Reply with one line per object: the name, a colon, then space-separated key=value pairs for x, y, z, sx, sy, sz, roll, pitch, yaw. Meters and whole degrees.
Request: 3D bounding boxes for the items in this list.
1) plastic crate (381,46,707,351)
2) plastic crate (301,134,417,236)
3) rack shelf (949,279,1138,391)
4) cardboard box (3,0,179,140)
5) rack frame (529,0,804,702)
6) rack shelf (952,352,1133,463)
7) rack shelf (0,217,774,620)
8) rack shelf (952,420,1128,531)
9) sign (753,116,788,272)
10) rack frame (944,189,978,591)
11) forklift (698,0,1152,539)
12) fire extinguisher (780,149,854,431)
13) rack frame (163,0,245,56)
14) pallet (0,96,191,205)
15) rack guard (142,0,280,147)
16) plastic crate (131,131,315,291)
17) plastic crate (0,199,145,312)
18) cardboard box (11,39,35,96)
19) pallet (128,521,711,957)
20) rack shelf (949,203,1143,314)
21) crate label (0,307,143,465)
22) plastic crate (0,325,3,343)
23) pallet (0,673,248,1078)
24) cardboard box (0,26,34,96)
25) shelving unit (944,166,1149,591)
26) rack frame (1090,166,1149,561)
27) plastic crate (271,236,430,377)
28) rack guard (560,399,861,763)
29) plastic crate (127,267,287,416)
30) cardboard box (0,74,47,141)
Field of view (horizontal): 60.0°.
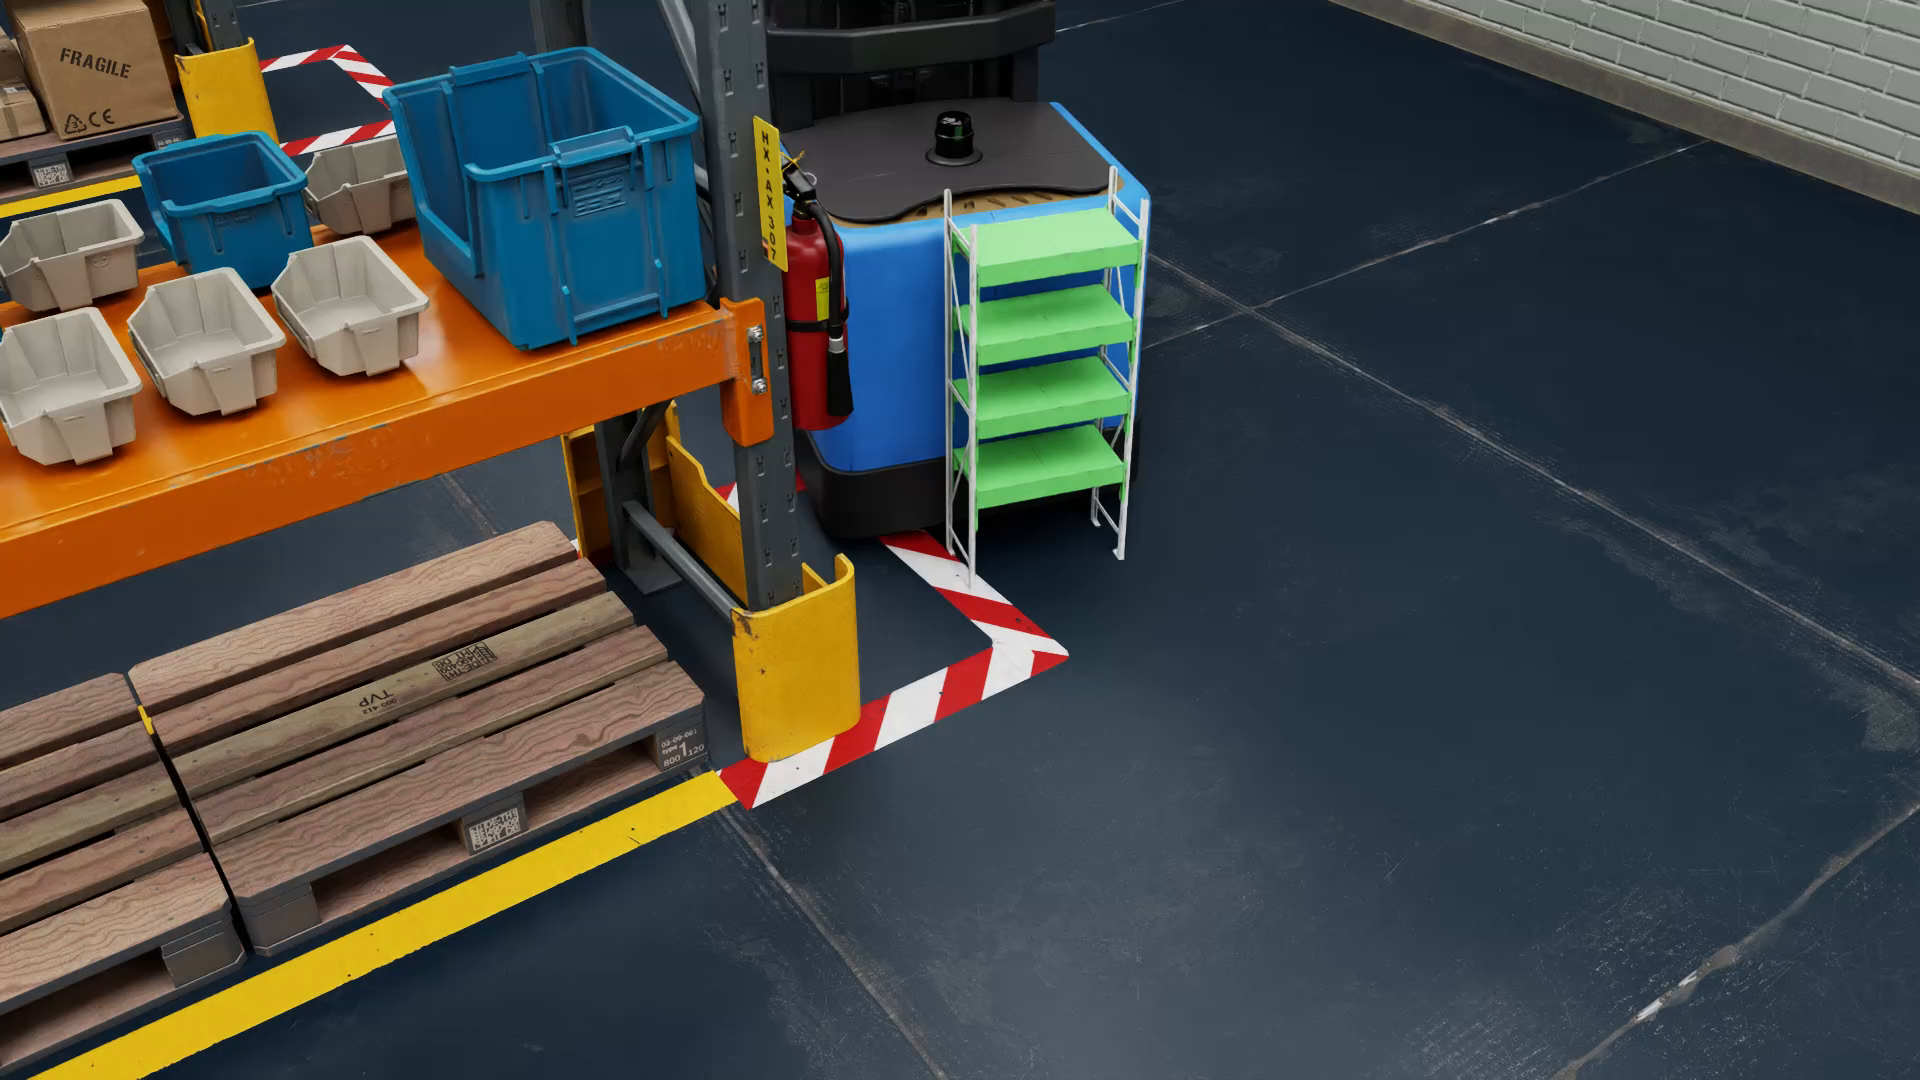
plastic crate: x=-0.902 y=-0.768 z=3.667 sx=0.499 sy=0.435 sz=0.616 roll=-22 pitch=41 yaw=-28
plastic crate: x=-1.438 y=-0.854 z=4.043 sx=0.298 sy=0.136 sz=0.250 roll=-22 pitch=41 yaw=-28
rack shelf: x=0.232 y=-0.588 z=4.738 sx=0.480 sy=0.148 sz=0.258 roll=-11 pitch=37 yaw=-15
cardboard box: x=-3.889 y=-2.160 z=7.448 sx=0.500 sy=0.500 sz=0.500 roll=-22 pitch=41 yaw=-28
rack frame: x=-0.736 y=-0.931 z=3.976 sx=0.127 sy=3.000 sz=1.000 roll=-22 pitch=41 yaw=-28
rack shelf: x=0.232 y=-0.393 z=4.878 sx=0.480 sy=0.148 sz=0.258 roll=-11 pitch=37 yaw=-15
rack shelf: x=-2.371 y=0.034 z=3.250 sx=4.000 sy=0.370 sz=1.077 roll=-22 pitch=41 yaw=-28
rack shelf: x=0.232 y=-0.198 z=5.018 sx=0.480 sy=0.148 sz=0.258 roll=-11 pitch=37 yaw=-15
sign: x=-0.406 y=-0.740 z=3.571 sx=0.005 sy=0.325 sz=0.100 roll=-22 pitch=41 yaw=-28
rack frame: x=0.001 y=-0.399 z=4.777 sx=0.015 sy=1.200 sz=0.240 roll=-11 pitch=37 yaw=-15
forklift: x=-0.363 y=-2.053 z=5.594 sx=1.130 sy=2.935 sz=3.031 roll=-11 pitch=37 yaw=-15
fire extinguisher: x=-0.351 y=-0.582 z=3.876 sx=0.183 sy=0.674 sz=0.296 roll=-22 pitch=41 yaw=-28
rack frame: x=-3.587 y=-3.297 z=7.264 sx=0.127 sy=3.000 sz=1.000 roll=-22 pitch=41 yaw=-28
pallet: x=-4.300 y=-1.870 z=7.670 sx=1.213 sy=0.211 sz=1.003 roll=-22 pitch=41 yaw=-28
rack guard: x=-3.649 y=-2.256 z=7.959 sx=0.348 sy=0.500 sz=1.175 roll=-22 pitch=41 yaw=-28
plastic crate: x=-1.666 y=-0.740 z=3.802 sx=0.300 sy=0.233 sz=0.416 roll=-22 pitch=41 yaw=-28
plastic crate: x=-1.992 y=-0.626 z=3.726 sx=0.298 sy=0.136 sz=0.250 roll=-22 pitch=41 yaw=-28
cardboard box: x=-4.331 y=-2.264 z=7.879 sx=0.250 sy=0.166 sz=0.380 roll=-22 pitch=41 yaw=-28
pallet: x=-1.433 y=0.460 z=4.430 sx=1.213 sy=0.211 sz=1.003 roll=-22 pitch=41 yaw=-28
rack shelf: x=0.232 y=-0.782 z=4.597 sx=0.480 sy=0.148 sz=0.258 roll=-11 pitch=37 yaw=-15
crate label: x=-1.757 y=-0.292 z=3.261 sx=0.243 sy=0.136 sz=0.396 roll=-22 pitch=41 yaw=-28
plastic crate: x=-2.204 y=-0.519 z=3.494 sx=0.300 sy=0.233 sz=0.416 roll=-22 pitch=41 yaw=-28
pallet: x=-2.429 y=0.868 z=3.863 sx=1.213 sy=0.211 sz=1.003 roll=-22 pitch=41 yaw=-28
cardboard box: x=-4.603 y=-2.143 z=7.639 sx=0.500 sy=0.250 sz=0.500 roll=-22 pitch=41 yaw=-28
shelving unit: x=0.232 y=-0.445 z=4.840 sx=0.503 sy=1.200 sz=0.258 roll=-11 pitch=37 yaw=-15
rack frame: x=0.464 y=-0.490 z=4.904 sx=0.015 sy=1.200 sz=0.240 roll=-11 pitch=37 yaw=-15
plastic crate: x=-1.299 y=-0.488 z=3.534 sx=0.243 sy=0.136 sz=0.396 roll=-22 pitch=41 yaw=-28
rack guard: x=-0.724 y=0.069 z=4.725 sx=0.348 sy=0.500 sz=1.175 roll=-22 pitch=41 yaw=-28
plastic crate: x=-1.544 y=-0.397 z=3.408 sx=0.243 sy=0.136 sz=0.396 roll=-22 pitch=41 yaw=-28
cardboard box: x=-4.272 y=-1.931 z=7.416 sx=0.250 sy=0.166 sz=0.380 roll=-22 pitch=41 yaw=-28
